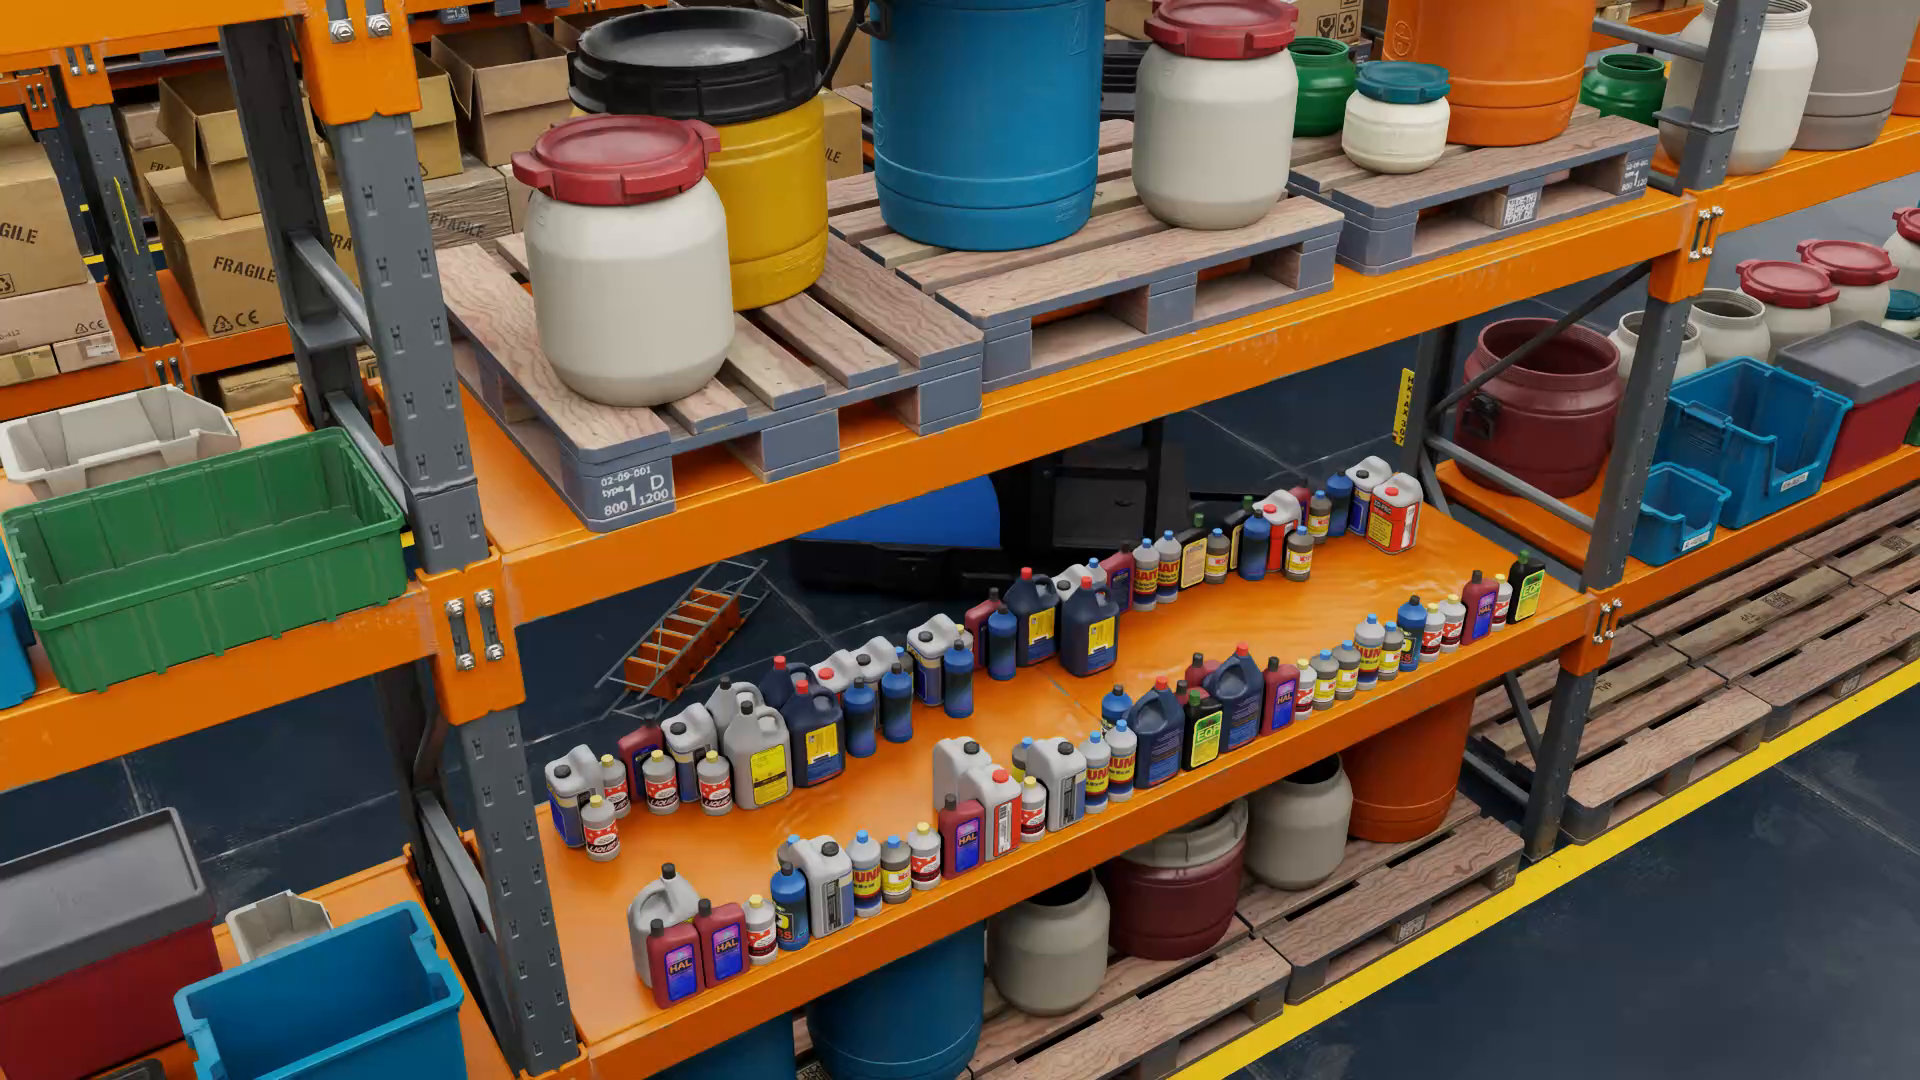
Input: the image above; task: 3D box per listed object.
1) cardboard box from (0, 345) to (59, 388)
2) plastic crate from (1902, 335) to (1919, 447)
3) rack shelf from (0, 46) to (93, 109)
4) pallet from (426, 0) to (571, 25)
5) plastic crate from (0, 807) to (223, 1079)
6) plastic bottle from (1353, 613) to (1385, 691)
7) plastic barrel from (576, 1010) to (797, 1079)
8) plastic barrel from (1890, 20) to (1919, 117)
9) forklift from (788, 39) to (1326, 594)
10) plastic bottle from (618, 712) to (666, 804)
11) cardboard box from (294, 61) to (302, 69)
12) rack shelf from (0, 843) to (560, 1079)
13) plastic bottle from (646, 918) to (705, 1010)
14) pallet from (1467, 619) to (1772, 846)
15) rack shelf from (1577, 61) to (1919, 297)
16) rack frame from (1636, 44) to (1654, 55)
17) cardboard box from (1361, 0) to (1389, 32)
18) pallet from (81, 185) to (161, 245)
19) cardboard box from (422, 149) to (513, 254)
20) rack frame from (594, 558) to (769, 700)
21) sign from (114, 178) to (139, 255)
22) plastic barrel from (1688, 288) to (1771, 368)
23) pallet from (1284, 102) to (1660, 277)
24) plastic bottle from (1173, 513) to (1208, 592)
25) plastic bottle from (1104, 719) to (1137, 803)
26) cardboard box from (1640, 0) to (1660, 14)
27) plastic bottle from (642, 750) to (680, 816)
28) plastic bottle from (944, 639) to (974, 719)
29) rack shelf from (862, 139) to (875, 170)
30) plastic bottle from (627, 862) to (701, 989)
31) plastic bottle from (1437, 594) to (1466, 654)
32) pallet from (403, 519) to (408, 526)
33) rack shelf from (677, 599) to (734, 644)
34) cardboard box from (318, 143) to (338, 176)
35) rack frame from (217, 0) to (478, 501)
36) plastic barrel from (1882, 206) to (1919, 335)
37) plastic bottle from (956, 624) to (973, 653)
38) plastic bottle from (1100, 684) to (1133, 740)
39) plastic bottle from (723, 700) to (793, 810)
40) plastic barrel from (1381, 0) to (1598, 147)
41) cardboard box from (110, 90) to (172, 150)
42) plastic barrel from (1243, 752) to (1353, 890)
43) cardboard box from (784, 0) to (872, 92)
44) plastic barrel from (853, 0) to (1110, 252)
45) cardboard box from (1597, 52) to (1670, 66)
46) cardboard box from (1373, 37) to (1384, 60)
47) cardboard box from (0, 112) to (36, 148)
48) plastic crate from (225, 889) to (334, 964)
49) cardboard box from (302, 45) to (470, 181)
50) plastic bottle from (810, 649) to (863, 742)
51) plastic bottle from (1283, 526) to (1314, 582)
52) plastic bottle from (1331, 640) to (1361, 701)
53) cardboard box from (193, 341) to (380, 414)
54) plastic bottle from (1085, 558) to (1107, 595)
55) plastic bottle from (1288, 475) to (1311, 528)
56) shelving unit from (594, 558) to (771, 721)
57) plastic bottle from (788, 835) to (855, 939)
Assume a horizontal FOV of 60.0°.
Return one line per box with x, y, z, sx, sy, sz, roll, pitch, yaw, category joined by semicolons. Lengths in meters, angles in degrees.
-4.261;-0.855;7.529;0.250;0.149;0.380;-18;37;-26;cardboard box
4.131;-0.643;7.156;0.662;0.188;0.450;-19;37;-27;plastic crate
-5.646;-1.657;6.428;4.000;0.370;1.077;-19;37;-27;rack shelf
-3.747;-4.346;13.007;1.003;0.211;1.213;-19;37;-27;pallet
-2.168;1.044;4.168;0.583;0.464;0.402;-19;37;-27;plastic crate
1.343;0.361;5.487;0.097;0.271;0.097;0;32;0;plastic bottle
-0.815;1.511;5.117;0.708;0.901;0.600;-19;37;-27;plastic barrel
3.438;-1.985;5.872;0.708;0.830;0.600;-19;37;-27;plastic barrel
0.690;-1.187;7.885;3.031;2.935;1.130;3;32;4;forklift
-0.956;0.653;5.012;0.133;0.283;0.061;-19;37;-27;plastic bottle
-5.203;-3.592;12.879;0.500;0.250;0.500;-21;38;-29;cardboard box
-2.963;1.833;3.707;4.000;0.370;1.077;-19;37;-27;rack shelf
-0.742;1.085;4.328;0.133;0.283;0.061;-19;37;-27;plastic bottle
2.752;0.767;7.336;1.213;0.211;1.003;-19;37;-27;pallet
3.761;-1.748;6.573;4.000;0.370;1.077;-19;37;-27;rack shelf
6.121;-4.740;13.452;0.127;3.000;1.000;-19;37;-27;rack frame
3.170;-3.854;11.675;0.500;0.500;0.875;-19;37;-27;cardboard box
-5.914;-2.570;12.627;1.213;0.211;1.003;-19;37;-27;pallet
-2.600;-1.624;8.419;0.500;0.500;0.500;-20;37;-28;cardboard box
-1.284;0.378;7.796;0.240;0.006;1.200;12;35;19;rack frame
-3.663;-1.422;7.307;0.005;0.325;0.100;-19;37;-27;sign
3.183;-0.768;7.051;0.421;0.512;0.421;0;32;0;plastic barrel
1.384;-1.217;5.234;1.213;0.211;1.003;-19;37;-27;pallet
0.821;0.042;5.981;0.133;0.283;0.061;-19;37;-27;plastic bottle
0.481;0.658;5.016;0.097;0.271;0.097;0;32;0;plastic bottle
5.149;-4.172;12.788;0.250;0.149;0.380;-19;37;-27;cardboard box
-0.898;0.718;4.986;0.097;0.201;0.097;0;32;0;plastic bottle
-0.003;0.439;5.363;0.097;0.271;0.097;0;32;0;plastic bottle
1.078;-2.701;10.894;4.000;0.370;1.077;-19;37;-27;rack shelf
-0.776;1.003;4.395;0.185;0.351;0.144;-19;37;-27;plastic bottle
1.671;0.278;5.684;0.097;0.201;0.097;0;32;0;plastic bottle
-3.358;-0.348;9.104;1.213;0.211;1.003;-19;37;-27;pallet
-1.222;0.373;7.973;0.258;0.180;0.103;12;35;19;rack shelf
-3.301;-1.711;8.557;0.500;0.500;0.500;-18;36;-26;cardboard box
-1.282;-1.587;2.831;0.127;3.000;1.000;-19;37;-27;rack frame
4.519;-1.241;7.779;0.433;0.535;0.433;0;32;0;plastic barrel
-0.004;0.372;5.534;0.097;0.201;0.097;0;32;0;plastic bottle
0.485;0.565;5.164;0.097;0.271;0.097;0;32;0;plastic bottle
-0.608;0.623;4.996;0.185;0.351;0.144;-19;37;-27;plastic bottle
1.601;-1.671;4.980;0.708;0.830;0.600;-19;37;-27;plastic barrel
-5.804;-3.057;12.031;0.500;0.250;0.500;-21;38;-29;cardboard box
1.252;1.021;6.258;0.421;0.512;0.421;0;32;0;plastic barrel
-1.130;-4.566;14.892;0.750;0.750;1.050;-19;37;-27;cardboard box
0.070;-1.270;4.277;0.708;0.901;0.600;-19;37;-27;plastic barrel
5.587;-3.687;13.733;0.500;0.500;0.500;-12;34;-19;cardboard box
3.102;-3.404;11.571;0.250;0.149;0.380;-19;37;-27;cardboard box
-4.506;-1.626;7.676;0.500;0.500;0.500;-19;37;-27;cardboard box
-1.750;1.107;4.375;0.243;0.136;0.396;-19;37;-27;plastic crate
-2.850;-2.119;8.263;0.637;0.503;0.797;-19;37;-27;cardboard box
-0.395;0.493;5.274;0.135;0.276;0.152;-19;37;-27;plastic bottle
1.236;0.043;6.057;0.097;0.201;0.097;0;32;0;plastic bottle
1.261;0.419;5.461;0.097;0.201;0.097;0;32;0;plastic bottle
-3.438;-0.744;8.715;0.875;0.875;1.225;-19;37;-27;cardboard box
0.458;0.184;5.768;0.097;0.271;0.097;0;32;0;plastic bottle
1.240;-0.102;6.209;0.133;0.283;0.061;-19;37;-27;plastic bottle
-1.284;0.455;7.845;0.258;0.189;1.200;12;35;19;shelving unit
-0.379;0.934;4.574;0.135;0.276;0.152;-19;37;-27;plastic bottle
